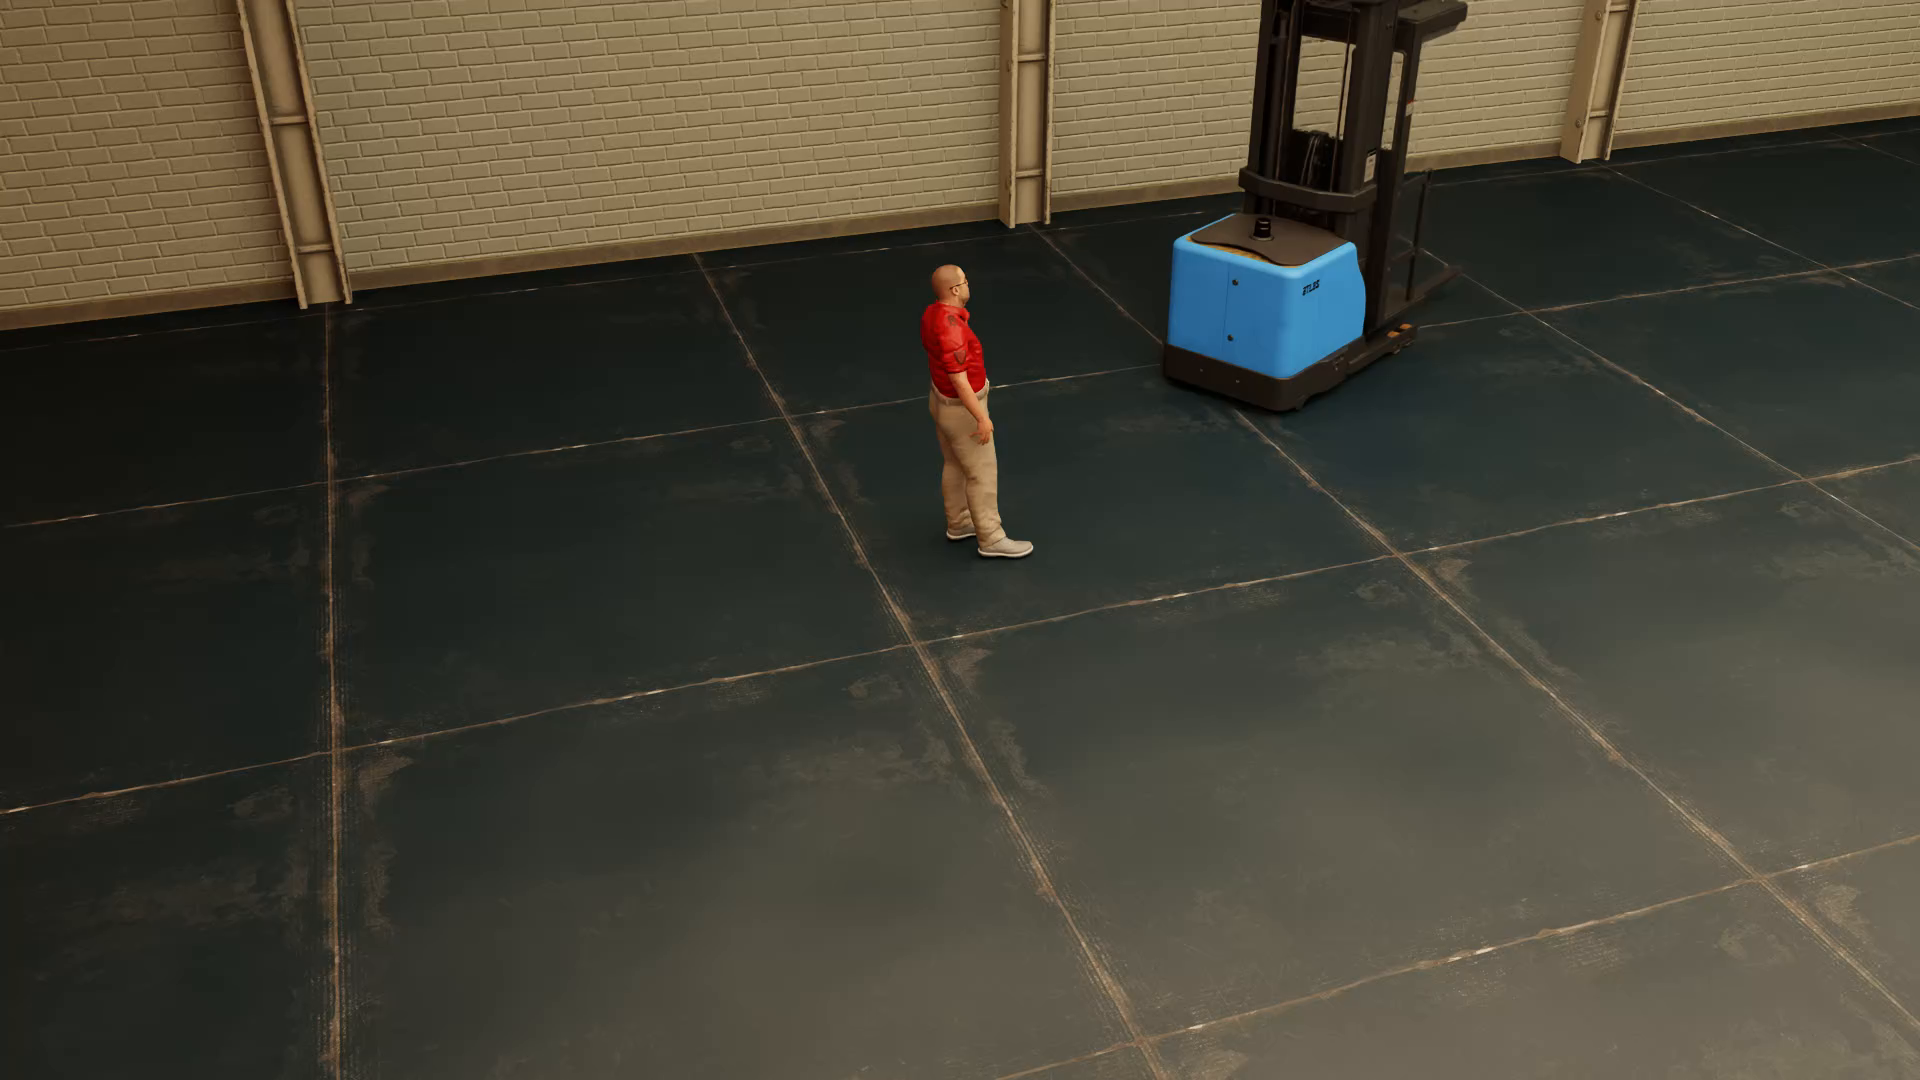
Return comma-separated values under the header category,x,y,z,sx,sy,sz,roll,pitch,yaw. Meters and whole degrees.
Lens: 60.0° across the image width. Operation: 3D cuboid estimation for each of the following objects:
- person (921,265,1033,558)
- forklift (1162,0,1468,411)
category,x,y,z,sx,sy,sz,roll,pitch,yaw
person,0.089,-0.765,9.607,0.550,1.727,0.642,-10,31,-16
forklift,2.808,-2.813,11.975,1.130,2.935,3.031,24,37,35
